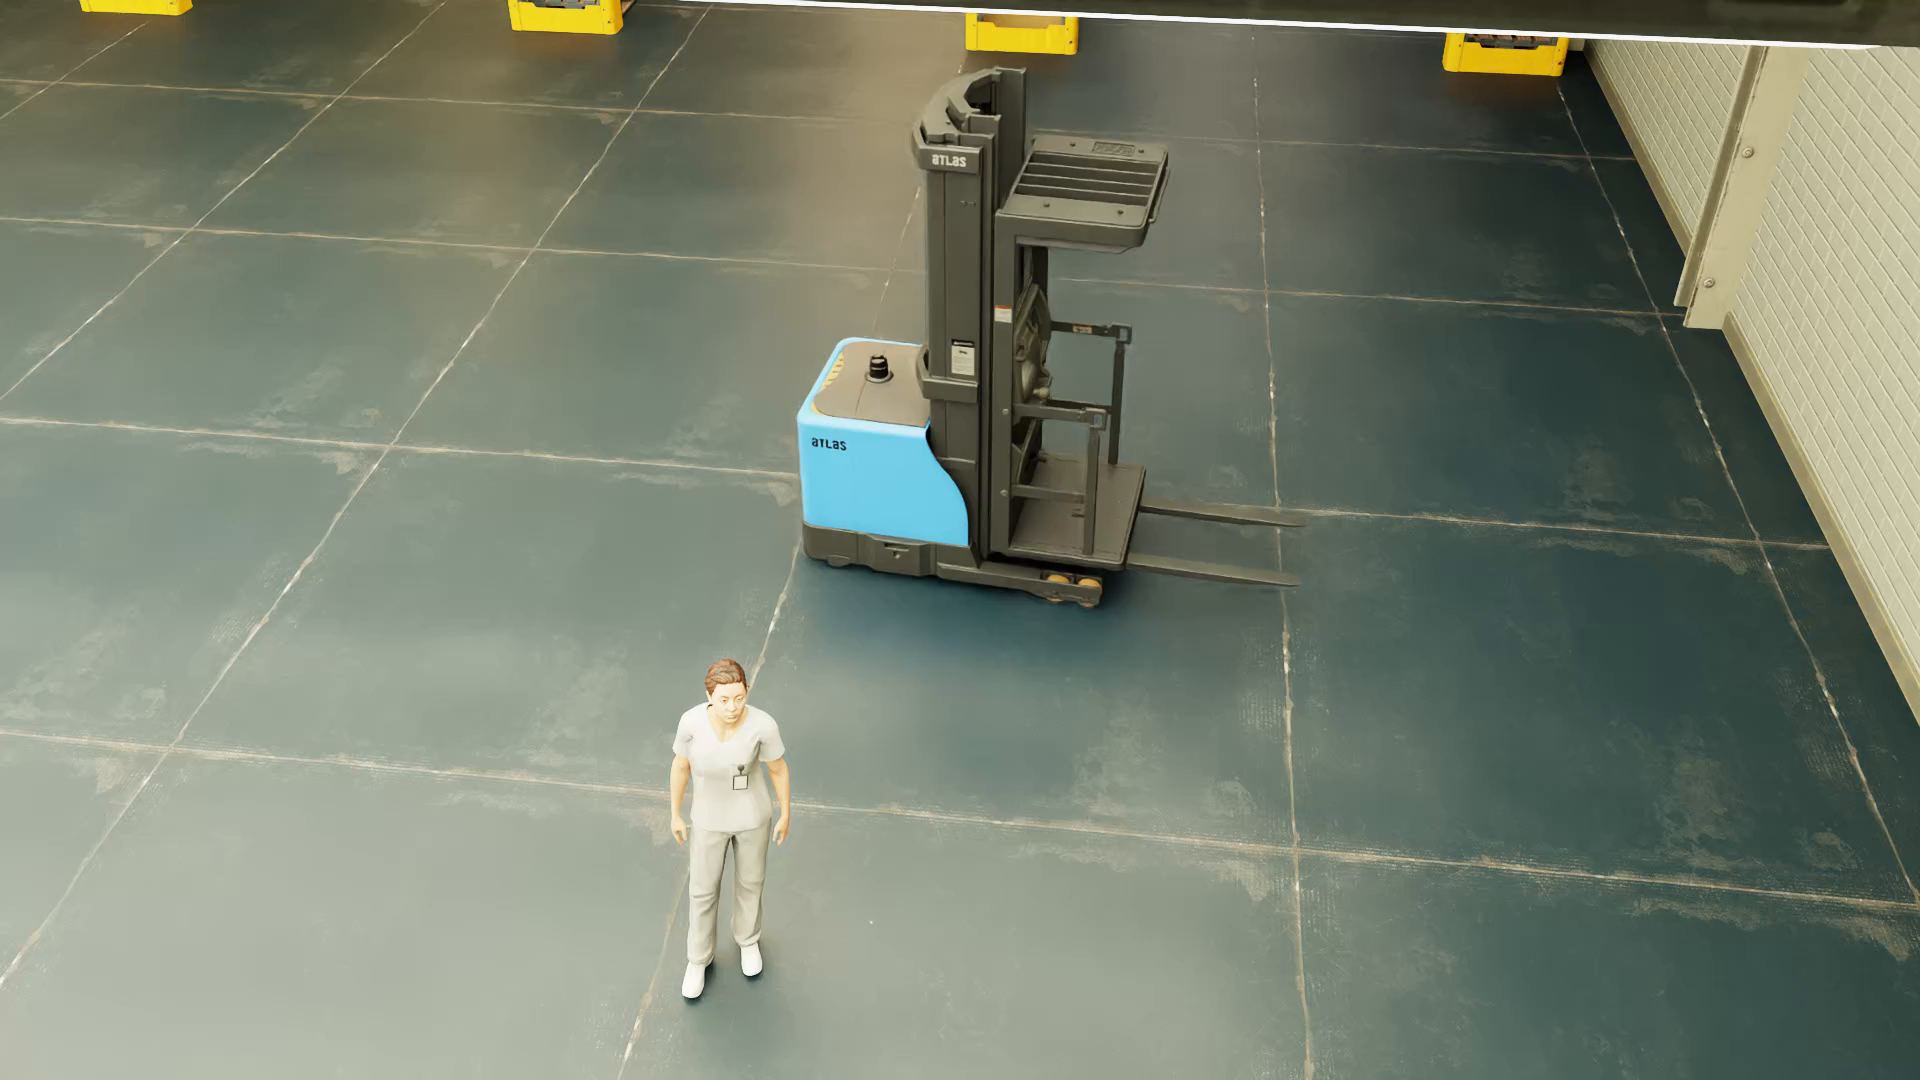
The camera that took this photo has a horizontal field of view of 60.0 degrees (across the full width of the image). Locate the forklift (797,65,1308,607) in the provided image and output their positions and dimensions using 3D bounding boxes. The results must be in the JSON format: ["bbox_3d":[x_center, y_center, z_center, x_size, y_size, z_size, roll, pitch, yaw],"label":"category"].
[{"bbox_3d":[0.601,-1.128,9.560,3.031,2.935,1.130,8,37,10],"label":"forklift"}]

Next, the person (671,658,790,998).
[{"bbox_3d":[-1.020,1.271,7.351,0.550,1.673,0.548,-2,36,-3],"label":"person"}]
